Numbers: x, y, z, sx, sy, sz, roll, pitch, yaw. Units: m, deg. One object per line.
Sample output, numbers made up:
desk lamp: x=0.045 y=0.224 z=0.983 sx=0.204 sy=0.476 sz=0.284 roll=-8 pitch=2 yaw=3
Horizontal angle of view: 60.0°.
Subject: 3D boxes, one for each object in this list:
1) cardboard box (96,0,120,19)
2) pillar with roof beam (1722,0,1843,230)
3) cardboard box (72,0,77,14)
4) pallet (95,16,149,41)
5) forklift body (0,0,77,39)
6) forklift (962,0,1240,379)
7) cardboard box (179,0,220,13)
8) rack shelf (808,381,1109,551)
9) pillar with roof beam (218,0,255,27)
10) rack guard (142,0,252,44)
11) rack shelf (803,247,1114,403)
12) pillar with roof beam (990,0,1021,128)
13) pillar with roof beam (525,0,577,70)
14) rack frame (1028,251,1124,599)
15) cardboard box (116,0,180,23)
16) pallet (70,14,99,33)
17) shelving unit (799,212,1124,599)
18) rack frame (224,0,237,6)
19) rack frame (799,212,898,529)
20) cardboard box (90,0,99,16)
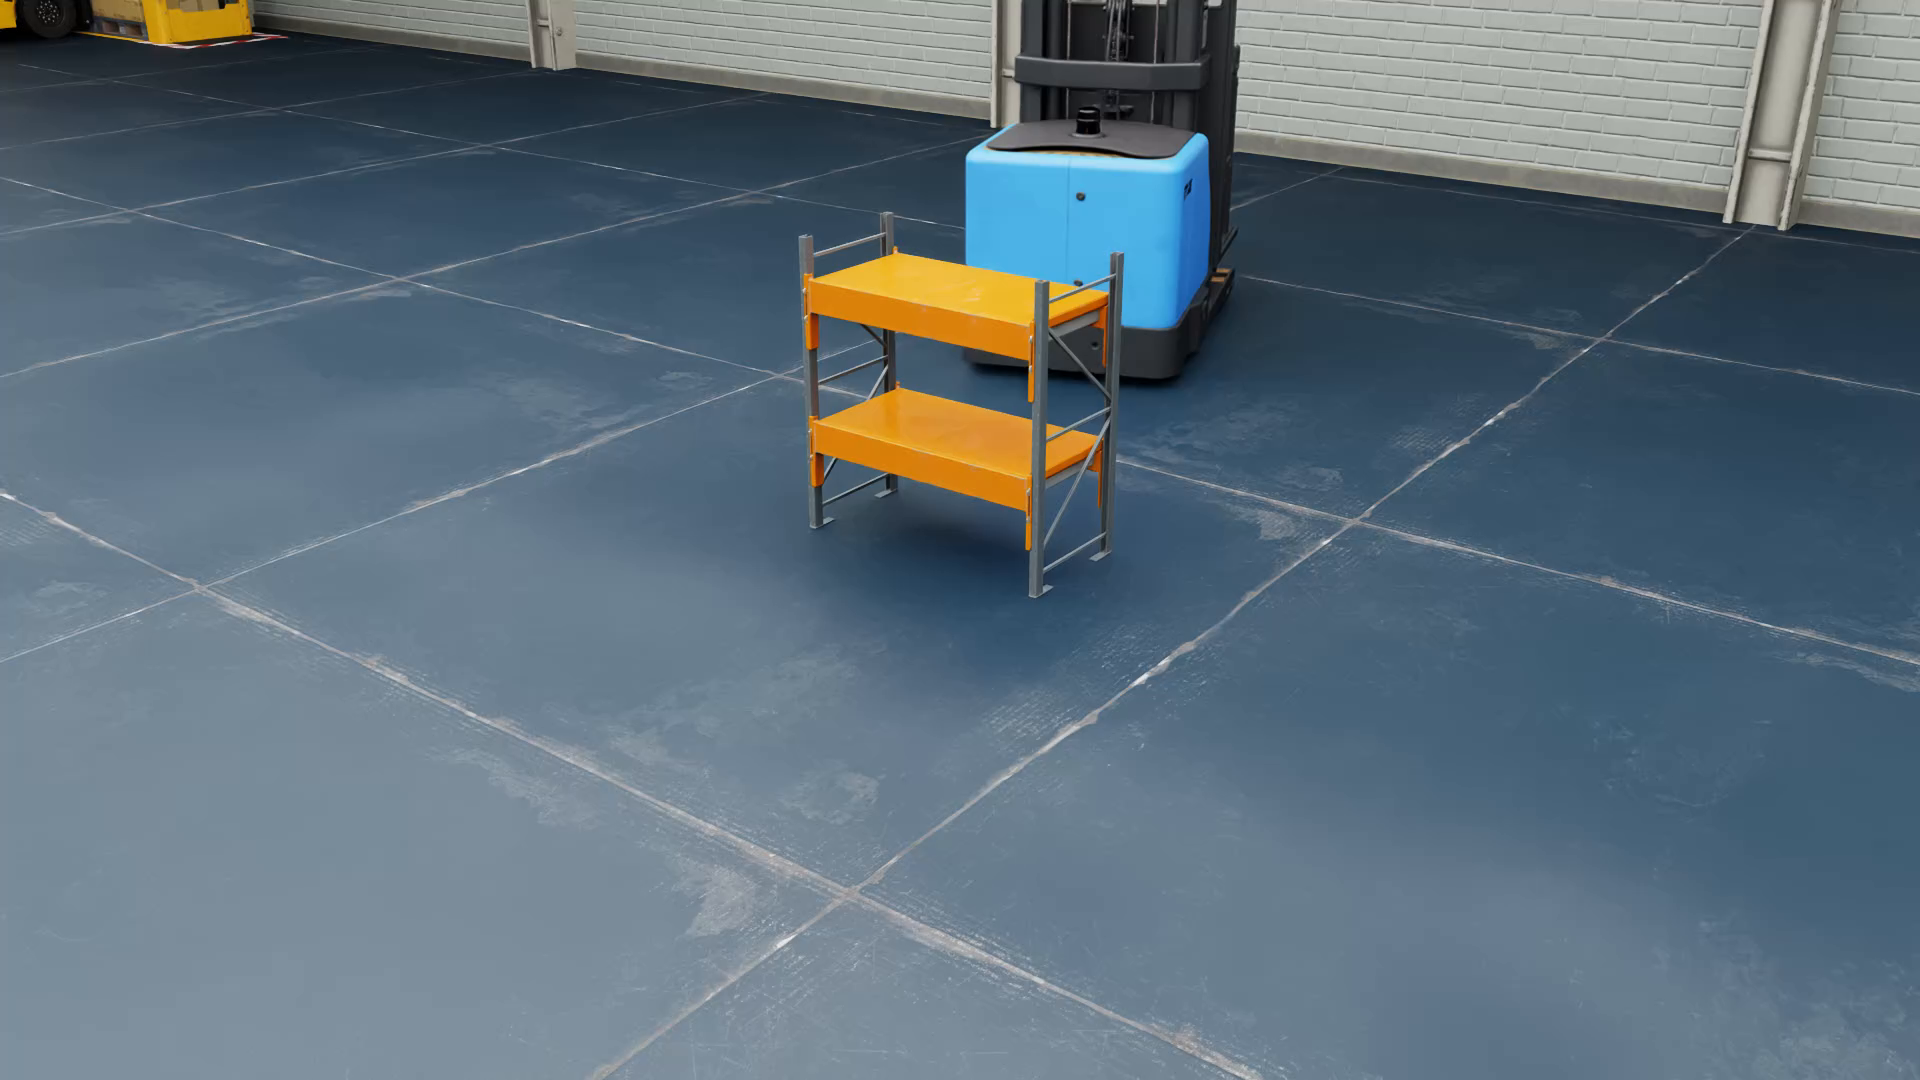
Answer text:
cardboard box: x=-10.034 y=-6.446 z=20.049 sx=0.500 sy=0.250 sz=0.500 roll=17 pitch=29 yaw=33
pillar with roof beam: x=2.729 y=-4.840 z=6.074 sx=0.400 sy=9.000 sz=9.100 roll=17 pitch=29 yaw=33
cardboard box: x=-10.857 y=-6.688 z=20.599 sx=0.500 sy=0.250 sz=0.500 roll=18 pitch=29 yaw=35
pallet: x=-9.713 y=-6.273 z=20.225 sx=1.213 sy=0.211 sz=1.003 roll=17 pitch=29 yaw=33
forklift body: x=-11.687 y=-6.859 z=19.149 sx=1.214 sy=2.155 sz=2.313 roll=17 pitch=29 yaw=33
forklift: x=0.916 y=-2.664 z=8.660 sx=1.130 sy=2.935 sz=3.031 roll=7 pitch=25 yaw=15
cardboard box: x=-9.352 y=-6.493 z=20.156 sx=0.500 sy=0.250 sz=0.500 roll=17 pitch=29 yaw=34
rack shelf: x=-0.005 y=-0.293 z=6.125 sx=1.000 sy=0.278 sz=0.538 roll=17 pitch=29 yaw=33
pillar with roof beam: x=-11.674 y=-9.193 z=15.953 sx=0.400 sy=9.000 sz=9.100 roll=17 pitch=29 yaw=33
rack guard: x=-9.057 y=-6.228 z=19.764 sx=0.348 sy=0.500 sz=1.175 roll=17 pitch=29 yaw=33
rack shelf: x=-0.005 y=-0.784 z=5.909 sx=1.000 sy=0.278 sz=0.538 roll=17 pitch=29 yaw=33
pillar with roof beam: x=-2.072 y=-6.291 z=9.367 sx=0.400 sy=9.000 sz=9.100 roll=17 pitch=29 yaw=33
pillar with roof beam: x=-6.873 y=-7.742 z=12.660 sx=0.400 sy=9.000 sz=9.100 roll=17 pitch=29 yaw=33
rack frame: x=0.401 y=-0.393 z=5.748 sx=0.032 sy=1.125 sz=0.500 roll=17 pitch=29 yaw=33
cardboard box: x=-9.641 y=-6.323 z=19.770 sx=0.500 sy=0.250 sz=0.500 roll=17 pitch=29 yaw=34
pallet: x=-10.685 y=-6.568 z=20.895 sx=1.213 sy=0.211 sz=1.003 roll=17 pitch=29 yaw=33
shelving unit: x=-0.005 y=-0.516 z=6.027 sx=1.048 sy=1.125 sz=0.538 roll=17 pitch=29 yaw=33
rack frame: x=-9.076 y=-7.377 z=19.273 sx=0.127 sy=3.000 sz=1.000 roll=17 pitch=29 yaw=33
rack frame: x=-0.412 y=-0.639 z=6.306 sx=0.032 sy=1.125 sz=0.500 roll=17 pitch=29 yaw=33
cardboard box: x=-10.428 y=-6.570 z=20.331 sx=0.500 sy=0.250 sz=0.500 roll=17 pitch=29 yaw=34
